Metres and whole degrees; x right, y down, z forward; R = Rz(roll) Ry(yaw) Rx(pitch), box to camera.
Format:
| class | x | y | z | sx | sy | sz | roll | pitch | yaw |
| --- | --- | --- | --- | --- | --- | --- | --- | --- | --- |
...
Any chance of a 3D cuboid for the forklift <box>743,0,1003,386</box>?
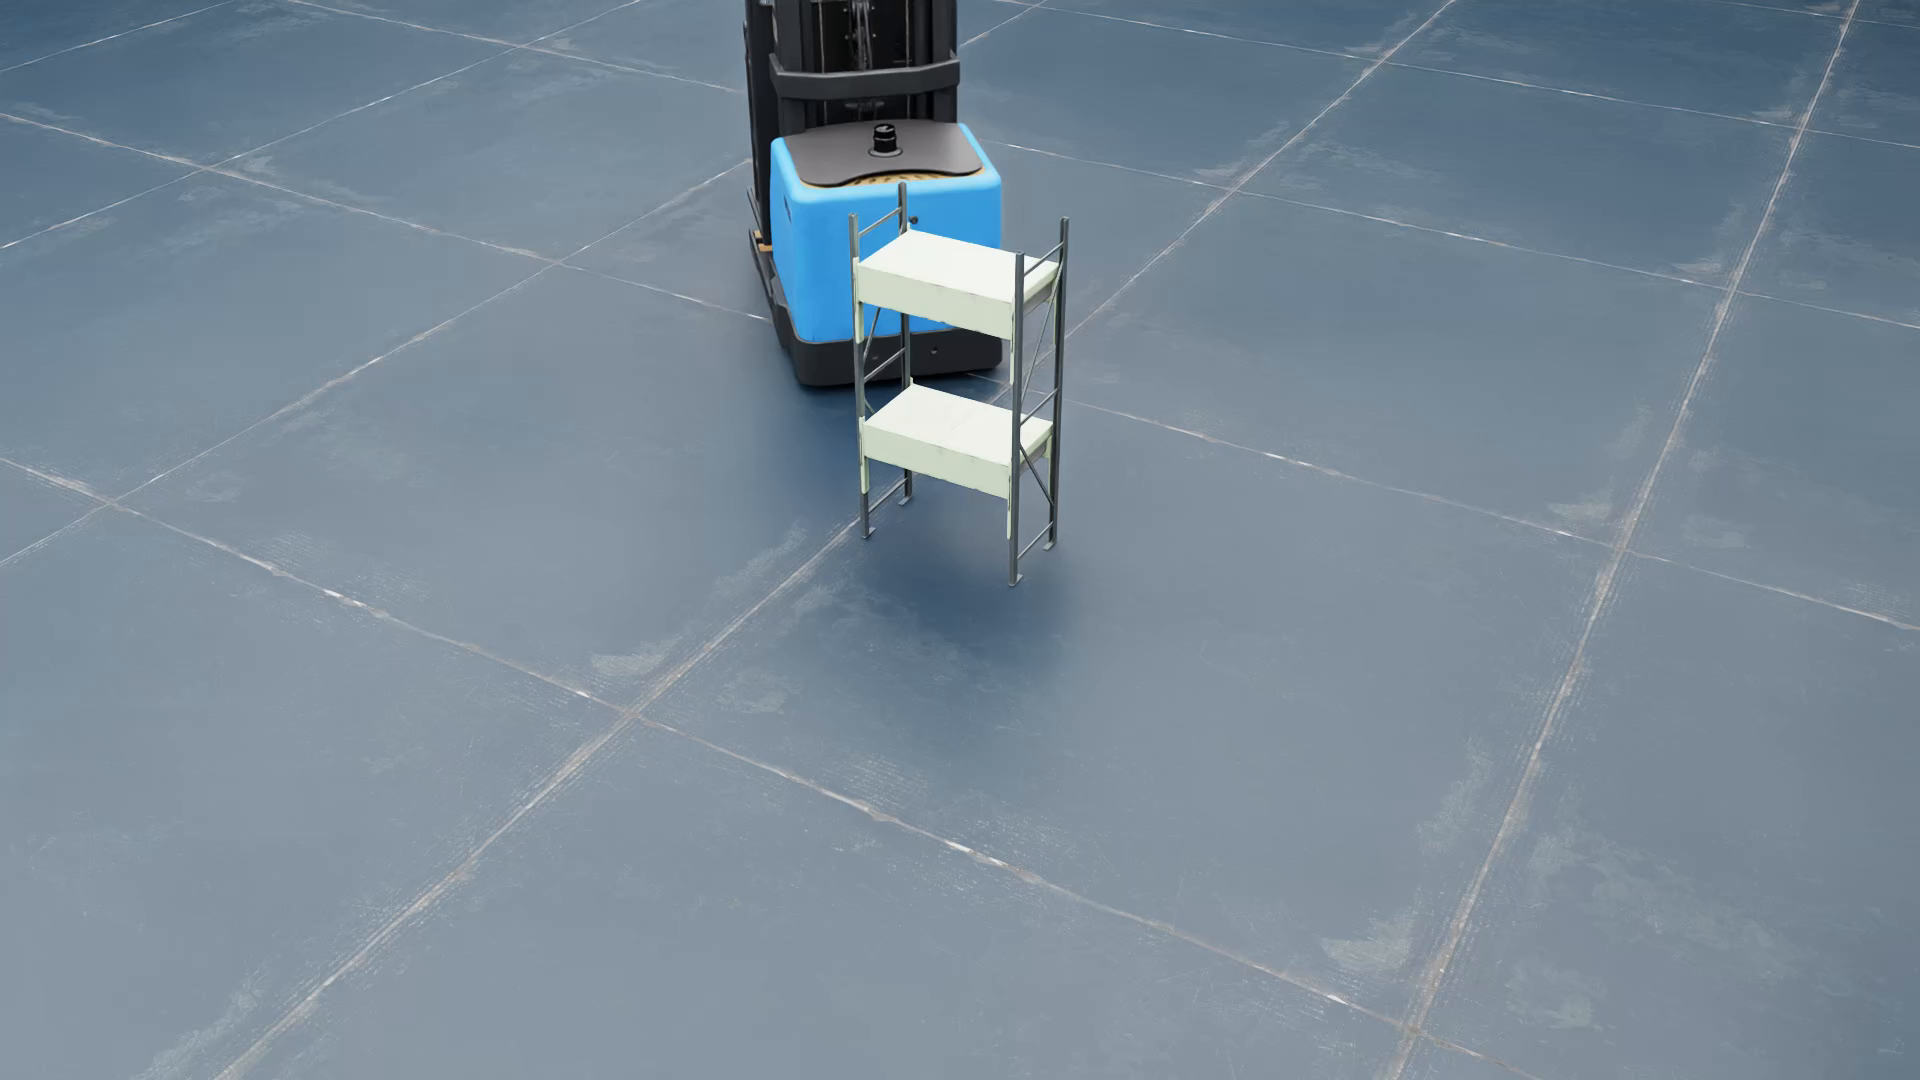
| class | x | y | z | sx | sy | sz | roll | pitch | yaw |
| --- | --- | --- | --- | --- | --- | --- | --- | --- | --- |
| forklift | -0.611 | -2.794 | 8.802 | 1.130 | 2.935 | 3.031 | -7 | 34 | -11 |

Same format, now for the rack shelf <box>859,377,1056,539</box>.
| class | x | y | z | sx | sy | sz | roll | pitch | yaw |
| --- | --- | --- | --- | --- | --- | --- | --- | --- | --- |
| rack shelf | -0.006 | -0.355 | 7.018 | 0.720 | 0.370 | 0.431 | 18 | 37 | 24 |

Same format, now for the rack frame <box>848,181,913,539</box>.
| class | x | y | z | sx | sy | sz | roll | pitch | yaw |
| --- | --- | --- | --- | --- | --- | --- | --- | --- | --- |
| rack frame | -0.324 | -0.727 | 6.988 | 0.023 | 1.500 | 0.400 | 18 | 37 | 24 |

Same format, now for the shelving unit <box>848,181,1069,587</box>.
| class | x | y | z | sx | sy | sz | roll | pitch | yaw |
| --- | --- | --- | --- | --- | --- | --- | --- | --- | --- |
| shelving unit | -0.006 | -0.626 | 6.837 | 0.755 | 1.500 | 0.431 | 18 | 37 | 24 |

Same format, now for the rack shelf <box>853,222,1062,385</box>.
| class | x | y | z | sx | sy | sz | roll | pitch | yaw |
| --- | --- | --- | --- | --- | --- | --- | --- | --- | --- |
| rack shelf | -0.006 | -0.951 | 6.621 | 0.720 | 0.370 | 0.431 | 18 | 37 | 24 |

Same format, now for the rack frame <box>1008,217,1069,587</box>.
| class | x | y | z | sx | sy | sz | roll | pitch | yaw |
| --- | --- | --- | --- | --- | --- | --- | --- | --- | --- |
| rack frame | 0.312 | -0.525 | 6.686 | 0.023 | 1.500 | 0.400 | 18 | 37 | 24 |
